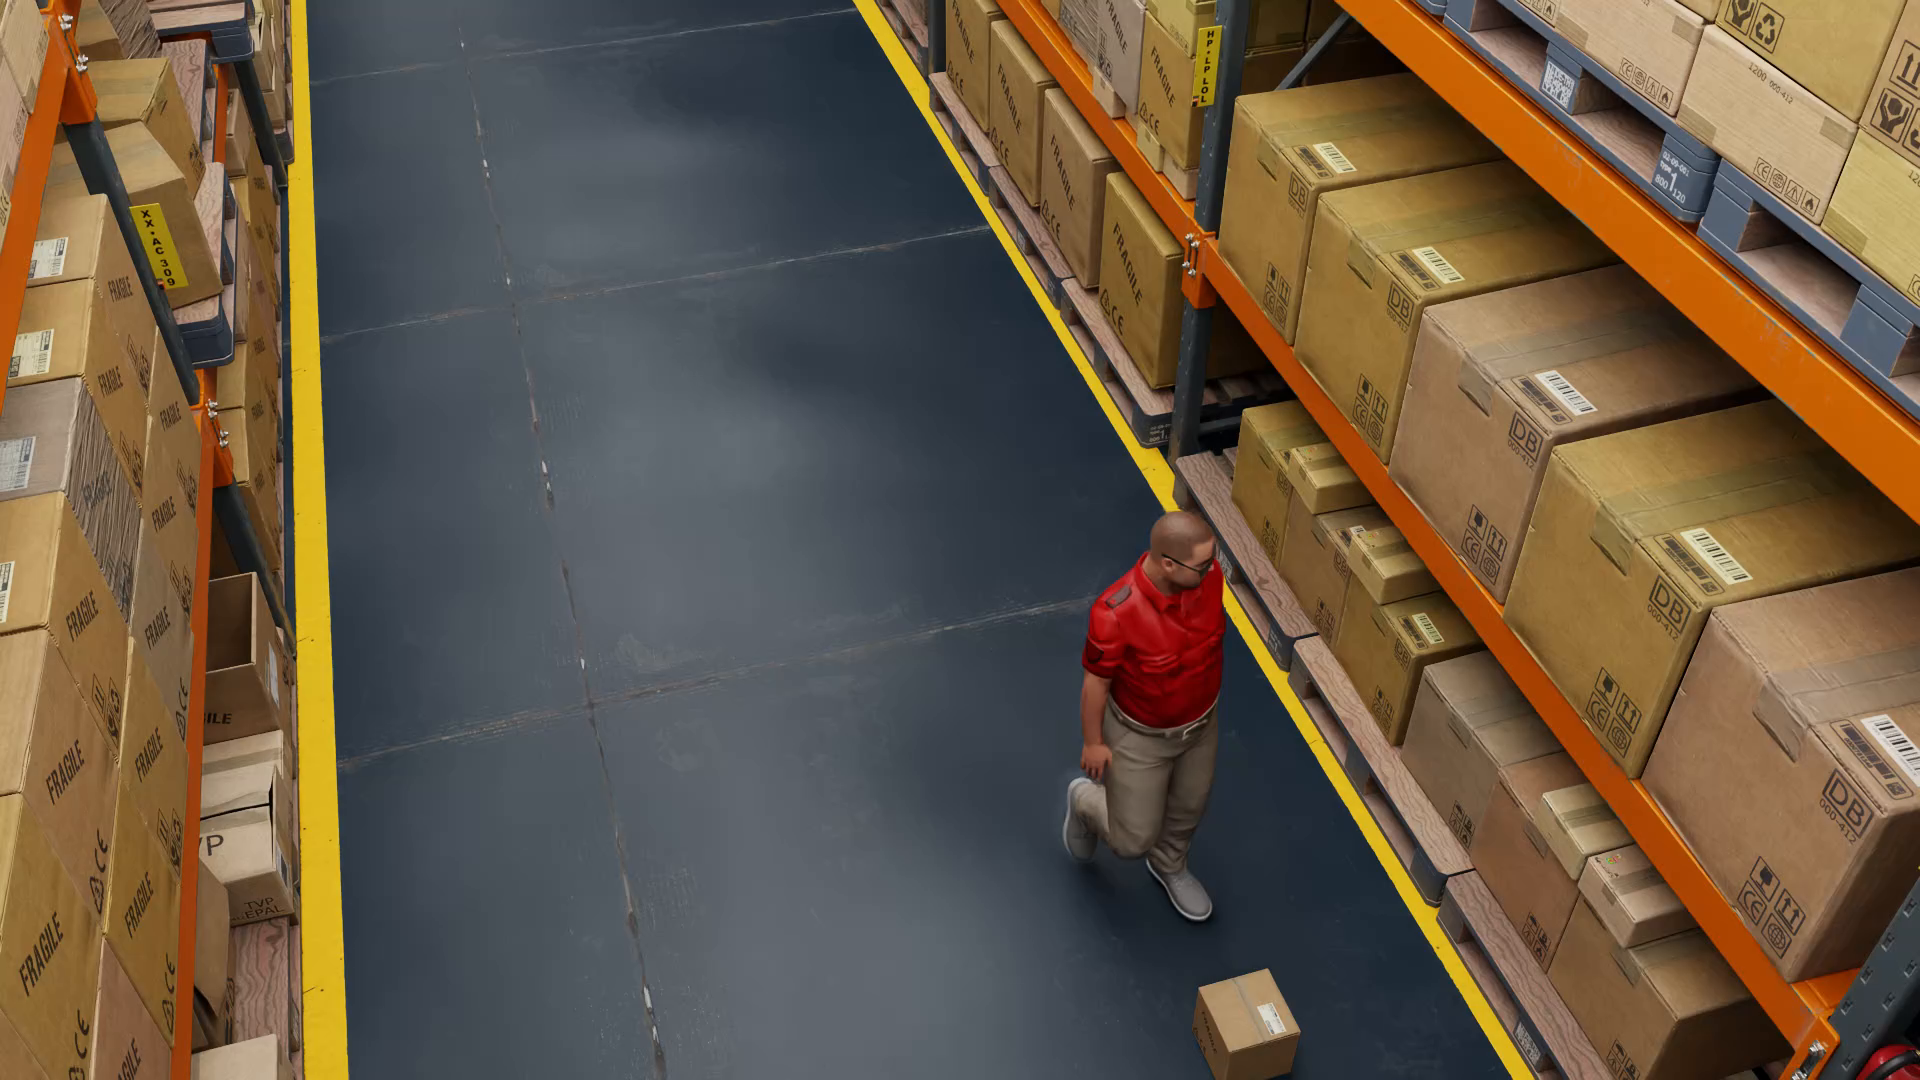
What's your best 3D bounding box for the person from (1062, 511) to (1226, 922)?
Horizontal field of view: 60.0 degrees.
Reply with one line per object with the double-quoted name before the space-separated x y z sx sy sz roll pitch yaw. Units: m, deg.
"person" 0.644 0.590 5.496 0.556 1.724 0.588 -24 47 -25
